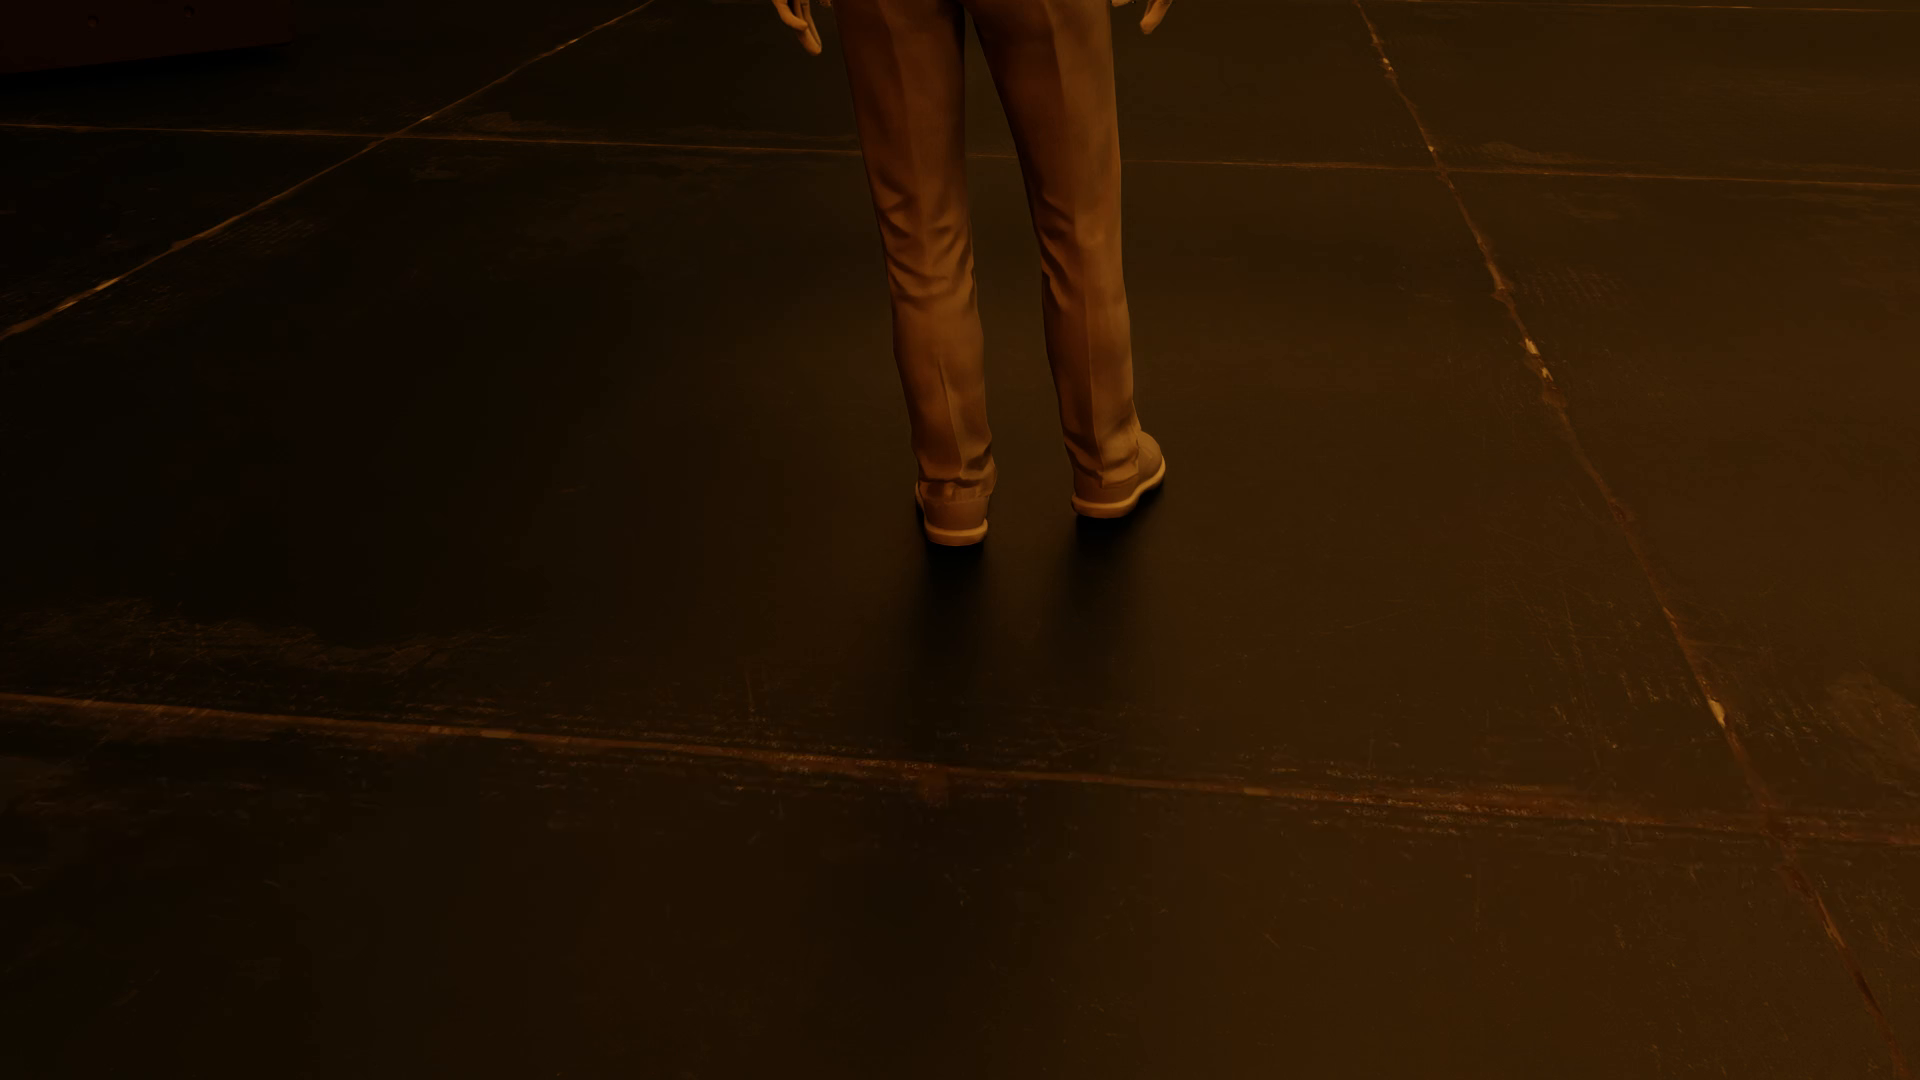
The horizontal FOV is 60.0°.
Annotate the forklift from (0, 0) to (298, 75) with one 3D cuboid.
[{"bbox_3d":[-3.666,-3.386,6.004,1.130,2.935,3.031,-20,33,-34],"label":"forklift"}]

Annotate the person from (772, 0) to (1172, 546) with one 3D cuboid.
[{"bbox_3d":[0.021,-0.794,2.178,0.576,1.695,0.531,3,27,7],"label":"person"}]
